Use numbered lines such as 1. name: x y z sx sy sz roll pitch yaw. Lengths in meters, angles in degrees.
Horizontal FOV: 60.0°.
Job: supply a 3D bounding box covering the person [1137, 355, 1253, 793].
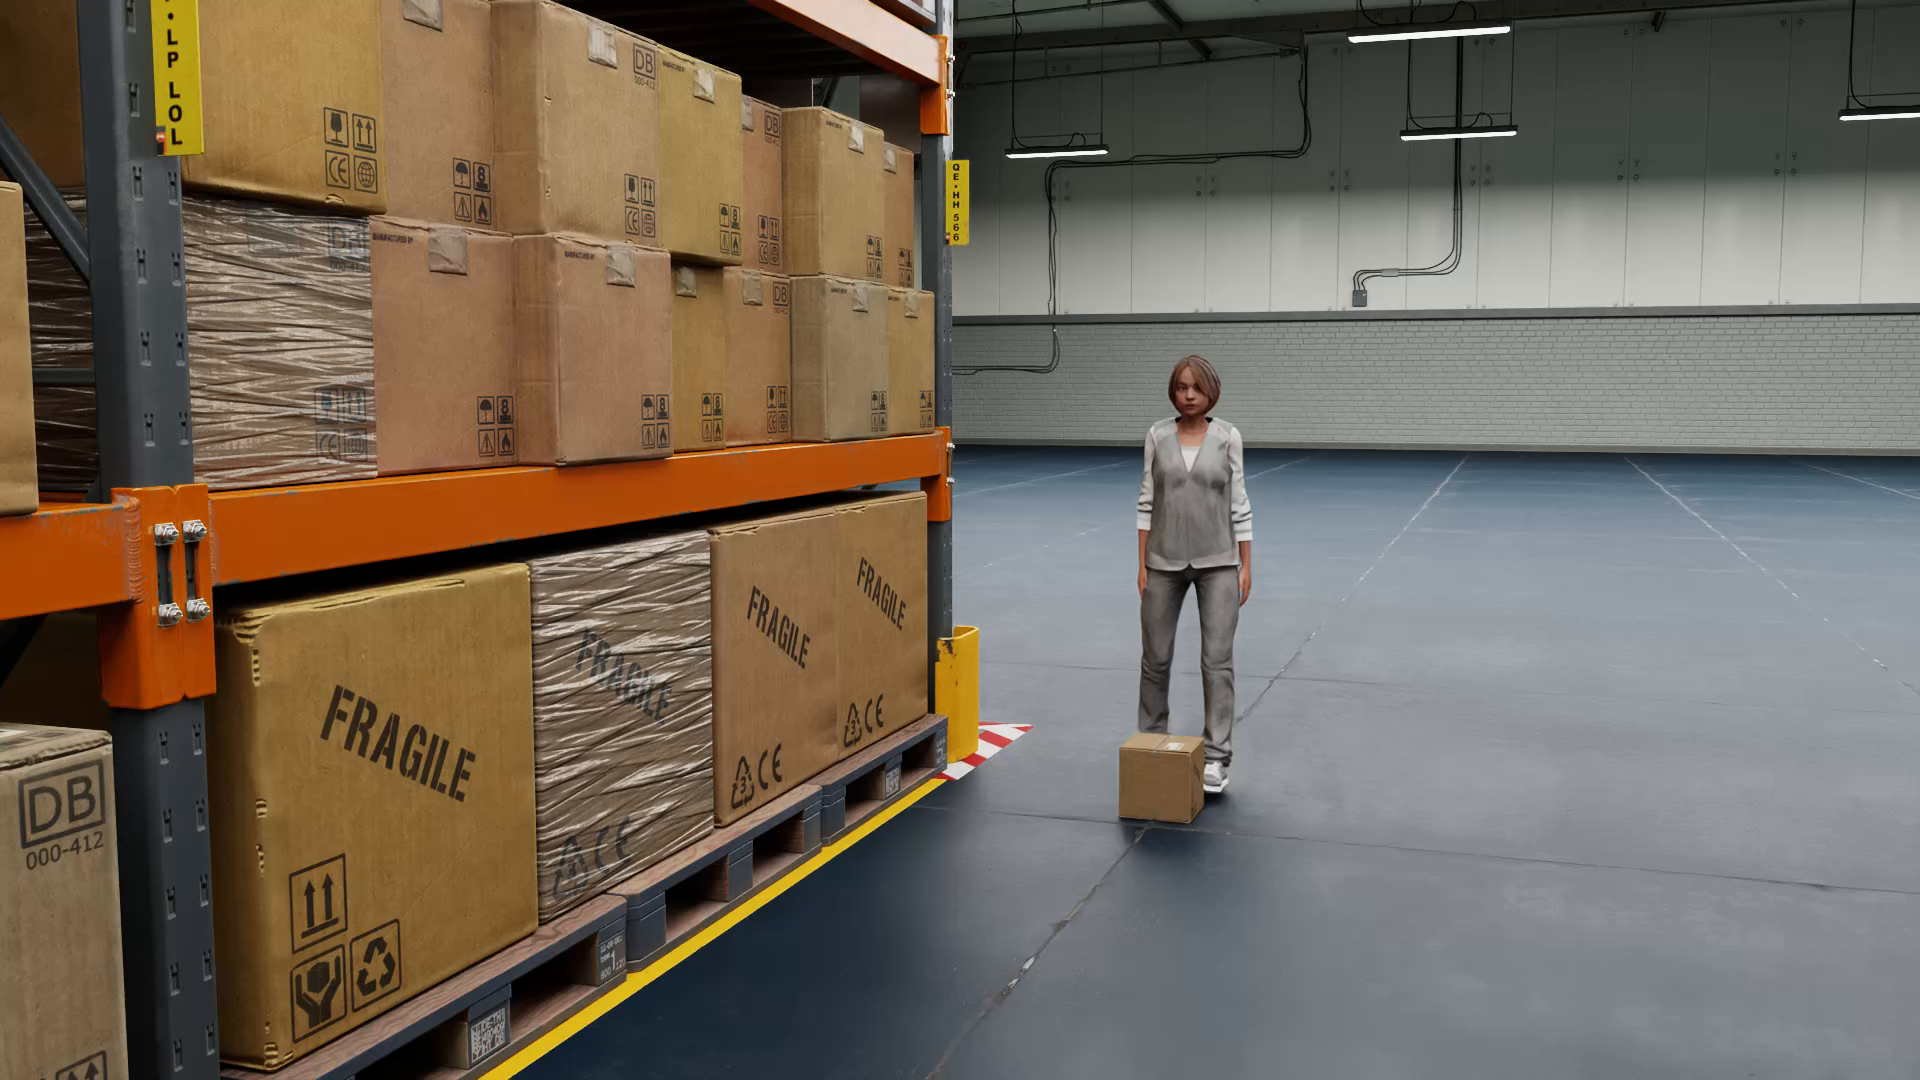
1. person: 0.859 0.126 6.169 0.438 1.603 0.523 1 6 13
